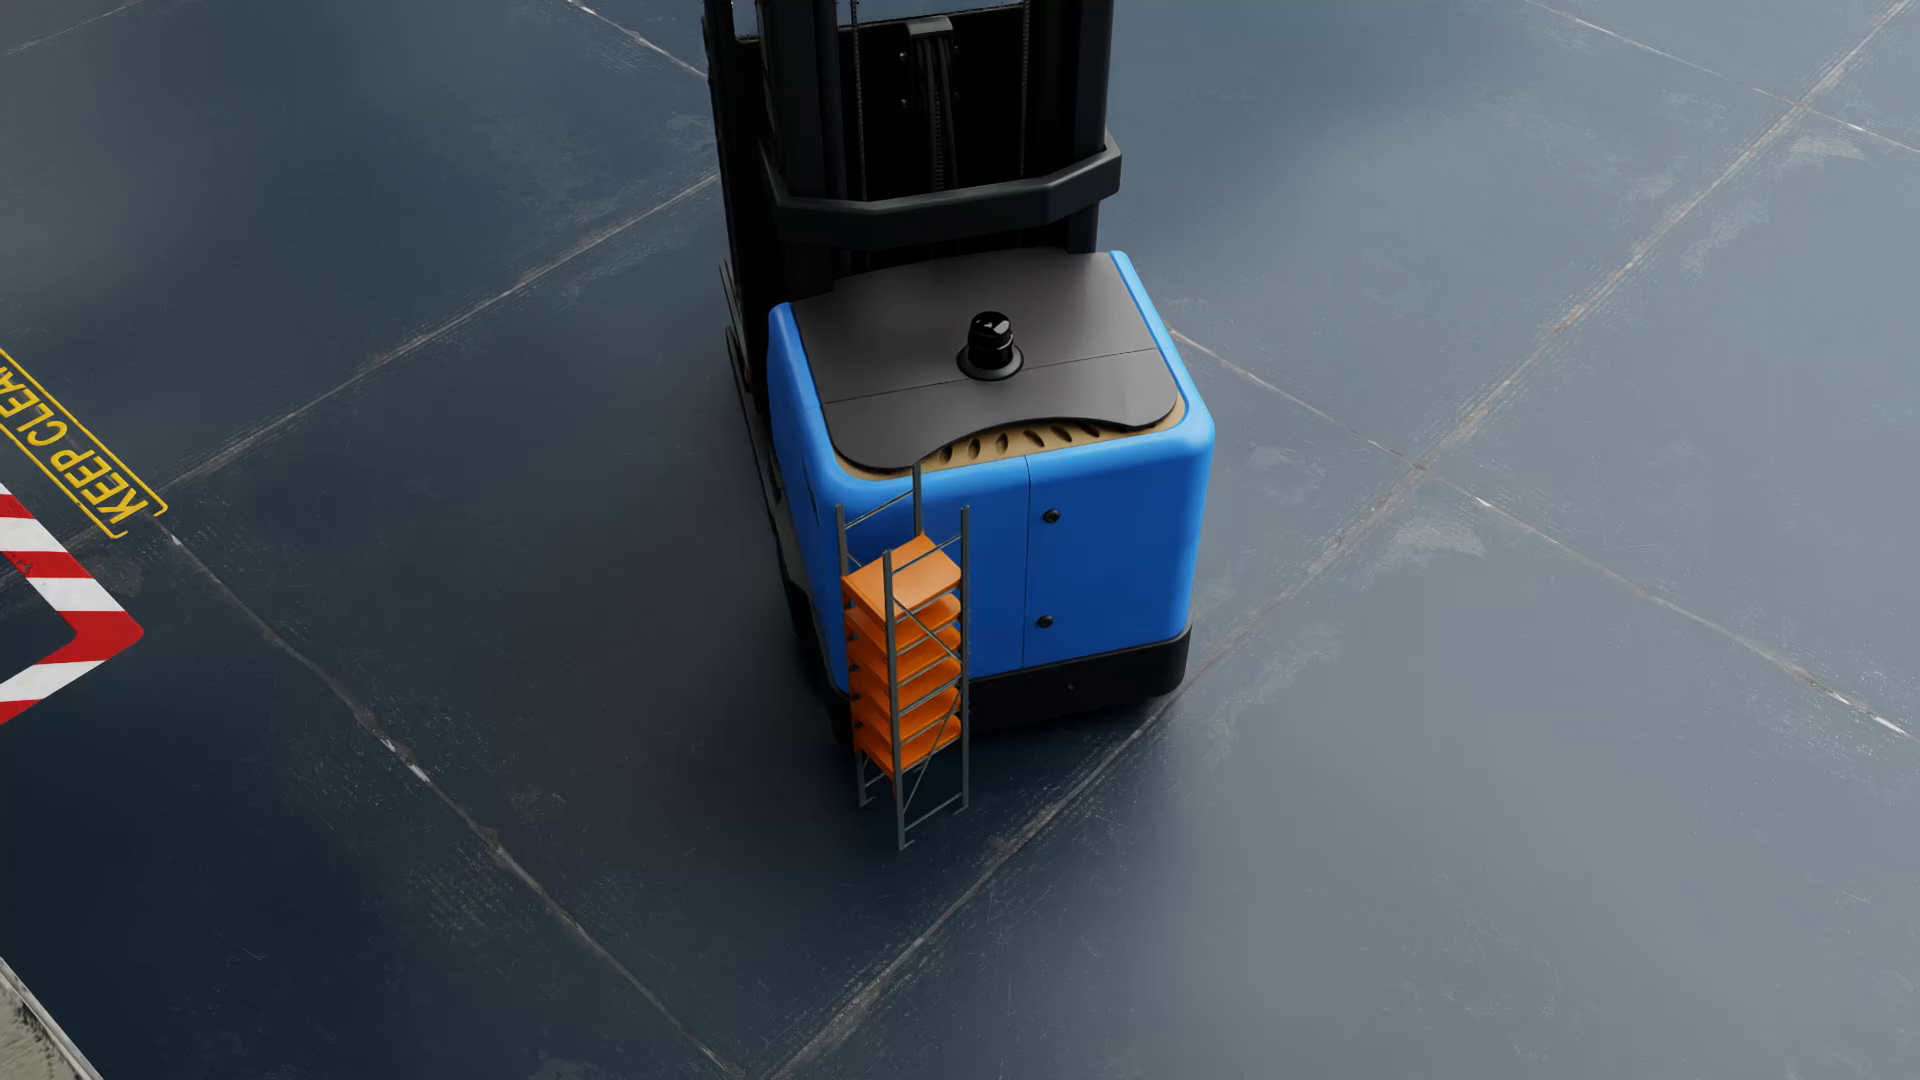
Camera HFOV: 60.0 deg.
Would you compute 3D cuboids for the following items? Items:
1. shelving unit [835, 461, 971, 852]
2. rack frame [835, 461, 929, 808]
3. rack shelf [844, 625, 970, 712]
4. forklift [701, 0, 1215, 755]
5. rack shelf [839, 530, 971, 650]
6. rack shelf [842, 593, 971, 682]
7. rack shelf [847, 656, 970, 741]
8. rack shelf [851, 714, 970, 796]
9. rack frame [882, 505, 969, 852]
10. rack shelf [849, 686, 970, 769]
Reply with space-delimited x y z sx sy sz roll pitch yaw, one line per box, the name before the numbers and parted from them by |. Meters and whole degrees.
shelving unit | -0.130 0.334 4.207 0.258 1.200 0.189 -30 53 -25
rack frame | -0.187 0.281 4.256 0.240 1.200 0.006 -30 53 -25
rack shelf | -0.131 0.282 4.152 0.258 0.103 0.180 -30 53 -25
forklift | -0.197 -1.497 4.739 1.130 2.935 3.031 -10 48 -10
rack shelf | -0.131 0.118 3.977 0.258 0.103 0.180 -30 53 -25
rack shelf | -0.131 0.200 4.064 0.258 0.103 0.180 -30 53 -25
rack shelf | -0.130 0.364 4.239 0.258 0.103 0.180 -30 53 -25
rack shelf | -0.130 0.528 4.414 0.258 0.103 0.180 -30 53 -25
rack frame | -0.074 0.386 4.157 0.240 1.200 0.006 -30 53 -25
rack shelf | -0.130 0.446 4.327 0.258 0.103 0.180 -30 53 -25
